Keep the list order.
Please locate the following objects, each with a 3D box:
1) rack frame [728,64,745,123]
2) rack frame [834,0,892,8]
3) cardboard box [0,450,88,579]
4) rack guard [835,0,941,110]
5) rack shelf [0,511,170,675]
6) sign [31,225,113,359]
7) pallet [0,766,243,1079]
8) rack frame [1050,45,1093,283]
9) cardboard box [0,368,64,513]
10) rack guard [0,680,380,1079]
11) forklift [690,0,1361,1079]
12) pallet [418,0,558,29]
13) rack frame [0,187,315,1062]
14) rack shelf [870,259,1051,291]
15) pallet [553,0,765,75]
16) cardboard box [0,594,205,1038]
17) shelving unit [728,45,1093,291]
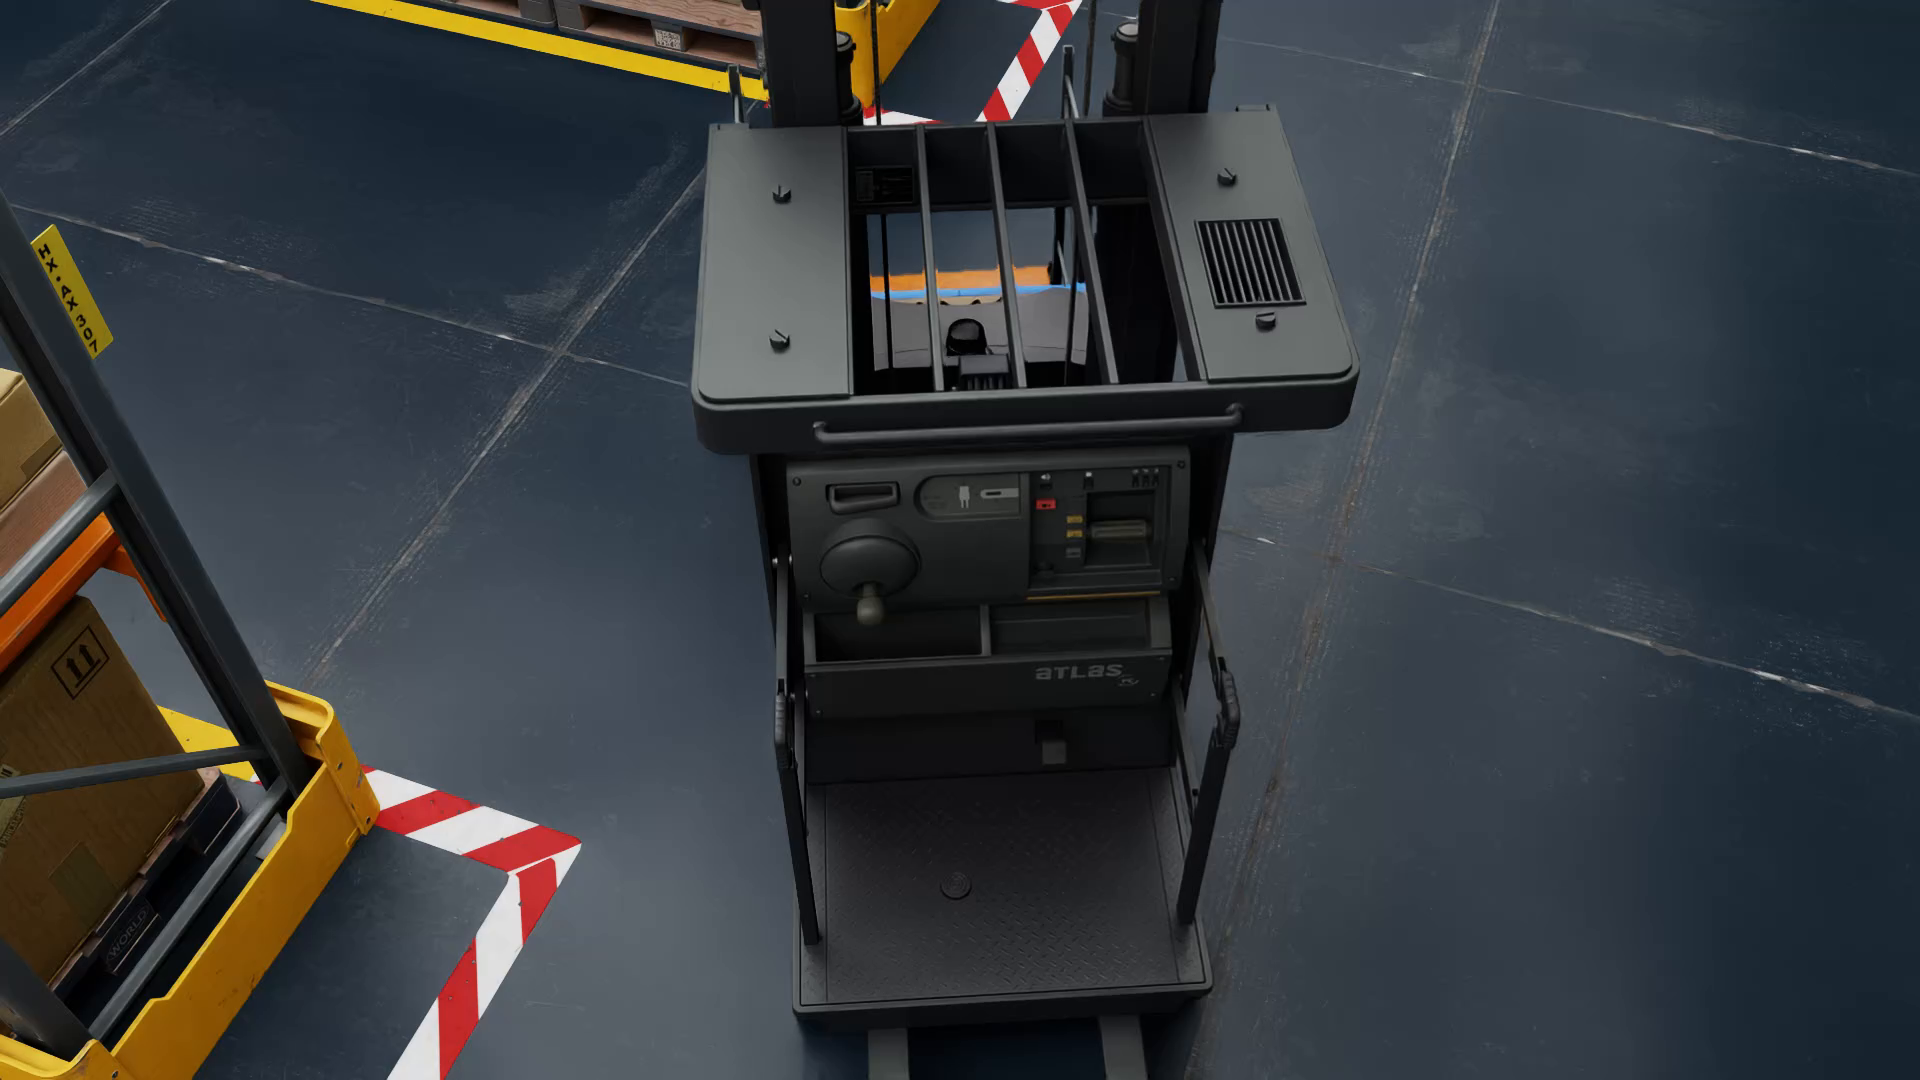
[{"bbox_3d":[-0.658,-0.754,5.411,0.032,1.500,0.500,-4,49,-4],"label":"rack frame"},{"bbox_3d":[-0.407,-3.334,6.654,0.127,3.000,1.000,16,51,13],"label":"rack frame"},{"bbox_3d":[-2.342,-0.067,3.990,0.250,0.149,0.380,16,51,14],"label":"cardboard box"},{"bbox_3d":[-0.380,-2.518,7.601,0.348,0.500,1.175,16,51,13],"label":"rack guard"},{"bbox_3d":[-4.000,-0.111,4.337,4.000,0.370,1.077,16,51,13],"label":"rack shelf"},{"bbox_3d":[-1.926,-0.524,3.594,0.005,0.325,0.100,16,51,13],"label":"sign"},{"bbox_3d":[-2.901,0.937,4.799,1.213,0.211,1.003,16,51,13],"label":"pallet"},{"bbox_3d":[0.353,-0.830,5.477,0.032,1.500,0.500,-4,49,-4],"label":"rack frame"},{"bbox_3d":[-2.480,-0.188,3.830,0.500,0.250,0.500,14,51,12],"label":"cardboard box"},{"bbox_3d":[-2.101,1.002,4.550,0.348,0.500,1.175,16,51,13],"label":"rack guard"},{"bbox_3d":[0.085,0.094,3.729,1.130,2.935,3.031,-3,49,-2],"label":"forklift"},{"bbox_3d":[-2.308,-2.984,8.197,1.213,0.211,1.003,16,51,13],"label":"pallet"},{"bbox_3d":[-2.124,0.177,3.611,0.127,3.000,1.000,16,51,13],"label":"rack frame"},{"bbox_3d":[-0.152,-0.674,5.580,1.000,0.185,0.538,-4,49,-4],"label":"rack shelf"},{"bbox_3d":[-1.167,-2.664,7.919,1.213,0.211,1.003,16,51,13],"label":"pallet"},{"bbox_3d":[-2.752,0.625,4.352,0.875,0.875,0.875,16,51,13],"label":"cardboard box"},{"bbox_3d":[-0.143,-0.793,5.445,1.083,1.500,0.587,-4,49,-4],"label":"shelving unit"}]
